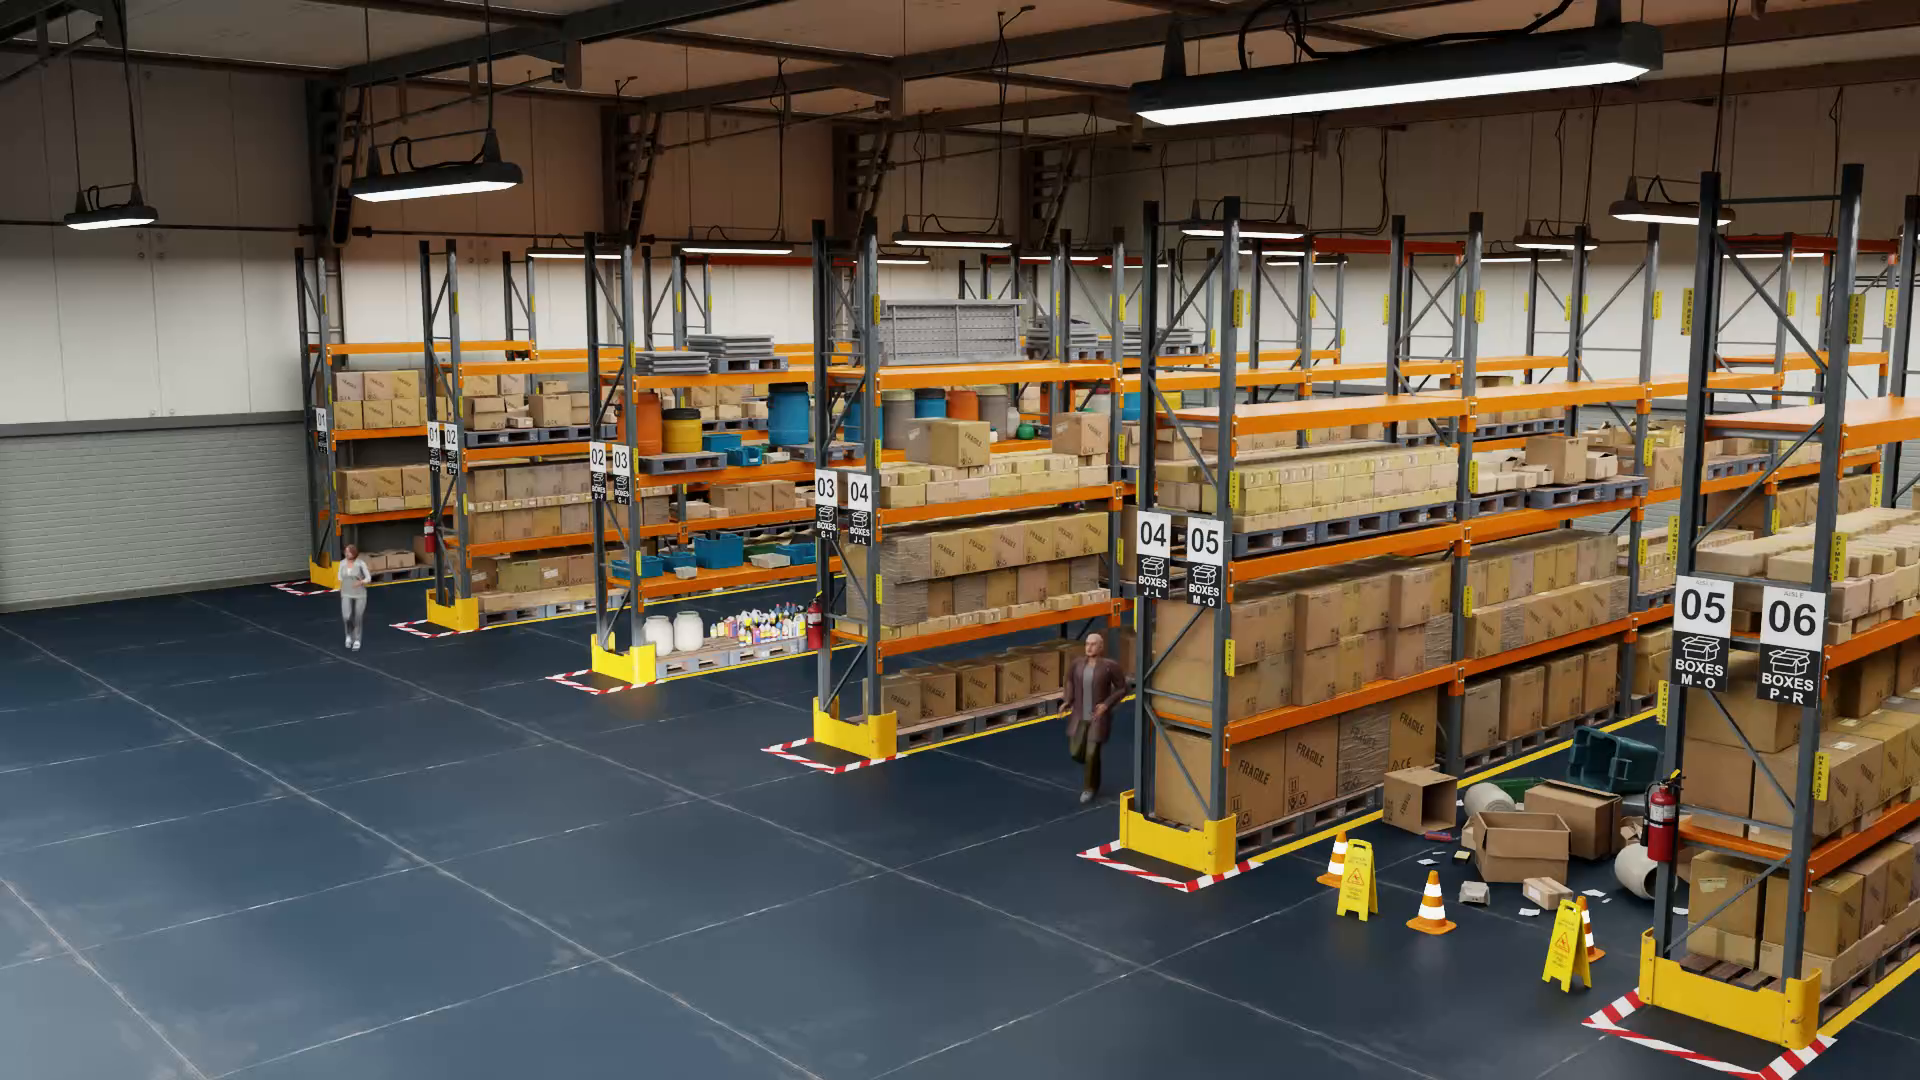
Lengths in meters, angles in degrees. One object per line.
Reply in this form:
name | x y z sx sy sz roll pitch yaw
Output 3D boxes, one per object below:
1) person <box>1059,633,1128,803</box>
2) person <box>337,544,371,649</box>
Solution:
person | 1.362 1.826 17.147 0.723 1.744 0.567 4 9 28
person | -8.842 0.840 24.240 0.515 1.567 0.597 -1 8 -7
